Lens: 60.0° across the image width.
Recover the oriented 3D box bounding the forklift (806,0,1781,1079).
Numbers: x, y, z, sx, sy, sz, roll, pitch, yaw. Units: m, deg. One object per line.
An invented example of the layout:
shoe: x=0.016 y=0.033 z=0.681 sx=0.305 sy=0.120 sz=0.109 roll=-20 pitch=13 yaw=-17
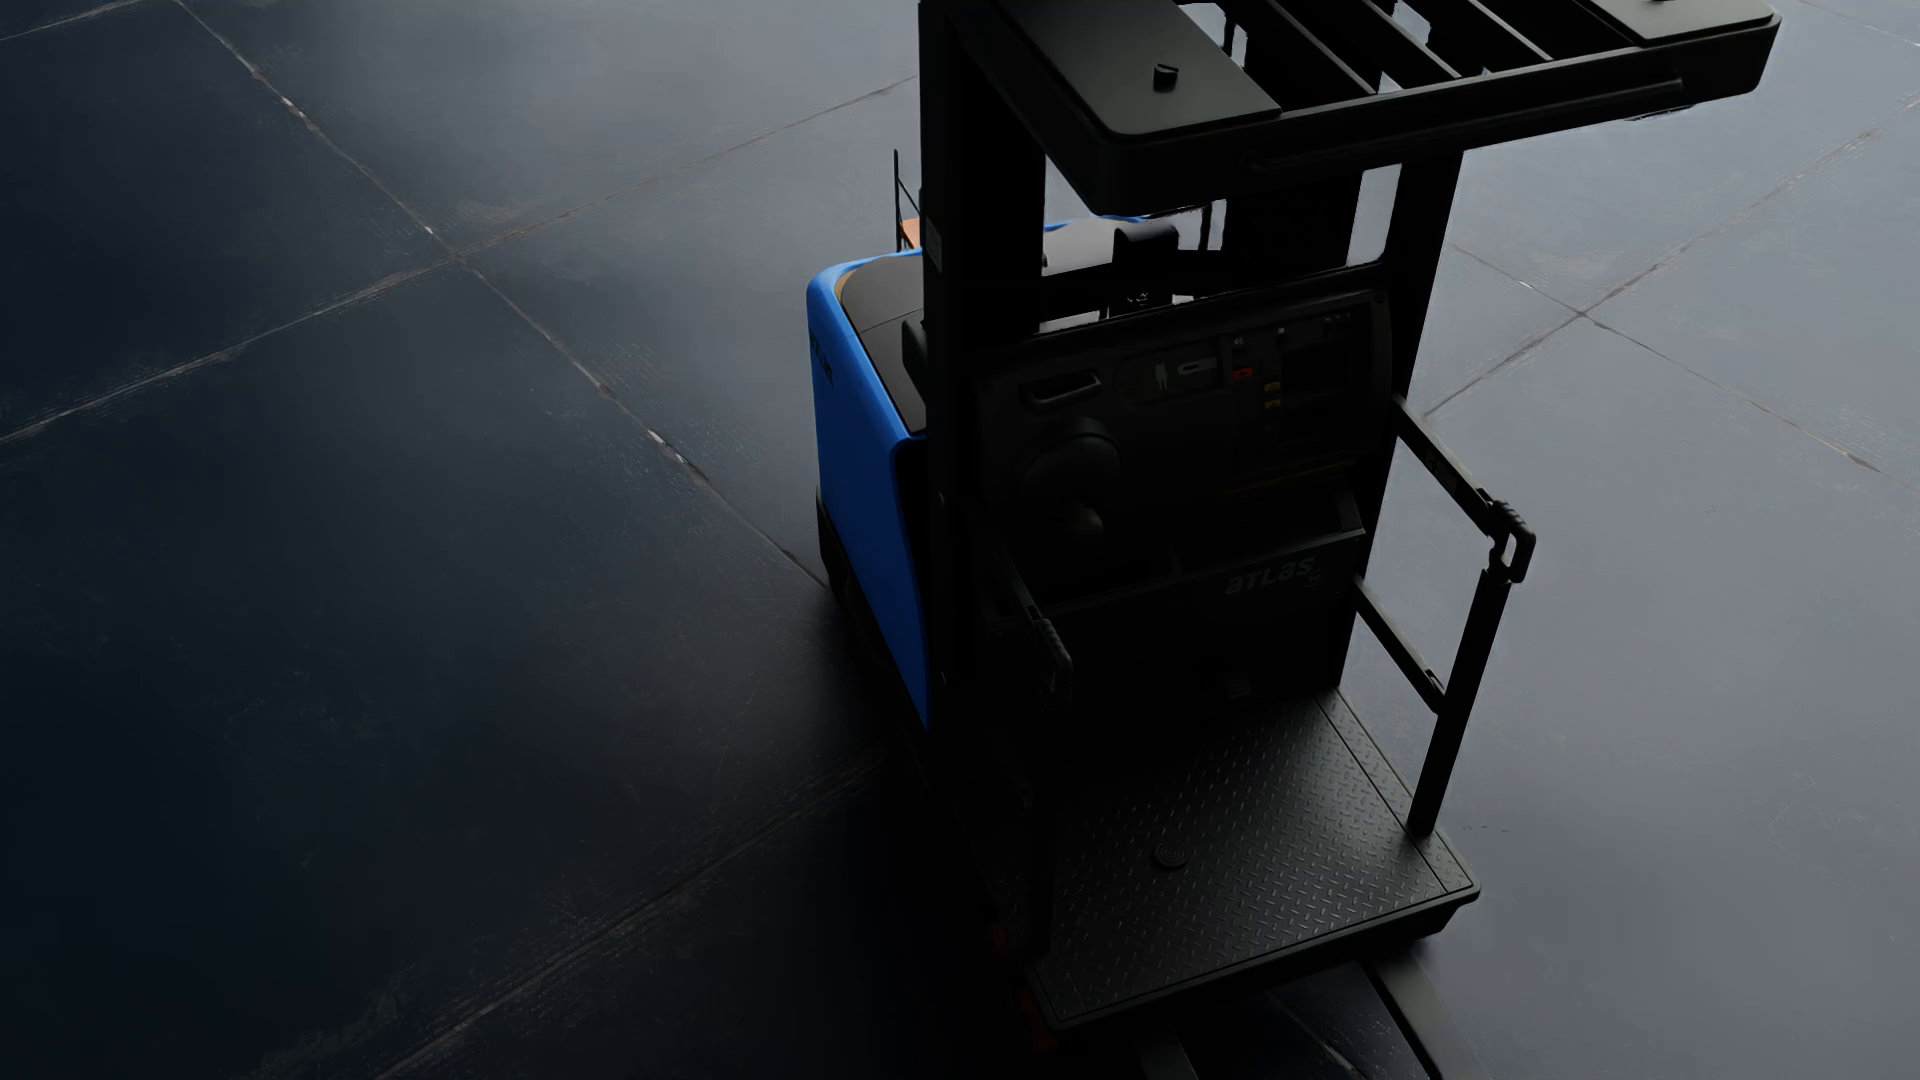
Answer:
forklift: x=0.549 y=-0.176 z=3.296 sx=1.130 sy=2.935 sz=3.031 roll=-14 pitch=45 yaw=-14

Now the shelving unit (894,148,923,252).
shelving unit: x=-0.057 y=-0.605 z=5.018 sx=0.189 sy=1.200 sz=0.258 roll=-14 pitch=45 yaw=-14

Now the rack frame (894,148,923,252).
rack frame: x=-0.143 y=-0.584 z=4.996 sx=0.006 sy=1.200 sz=0.240 roll=-14 pitch=45 yaw=-14

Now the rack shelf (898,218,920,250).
rack shelf: x=-0.057 y=-0.835 z=4.802 sx=0.180 sy=0.103 sz=0.258 roll=-14 pitch=45 yaw=-14
